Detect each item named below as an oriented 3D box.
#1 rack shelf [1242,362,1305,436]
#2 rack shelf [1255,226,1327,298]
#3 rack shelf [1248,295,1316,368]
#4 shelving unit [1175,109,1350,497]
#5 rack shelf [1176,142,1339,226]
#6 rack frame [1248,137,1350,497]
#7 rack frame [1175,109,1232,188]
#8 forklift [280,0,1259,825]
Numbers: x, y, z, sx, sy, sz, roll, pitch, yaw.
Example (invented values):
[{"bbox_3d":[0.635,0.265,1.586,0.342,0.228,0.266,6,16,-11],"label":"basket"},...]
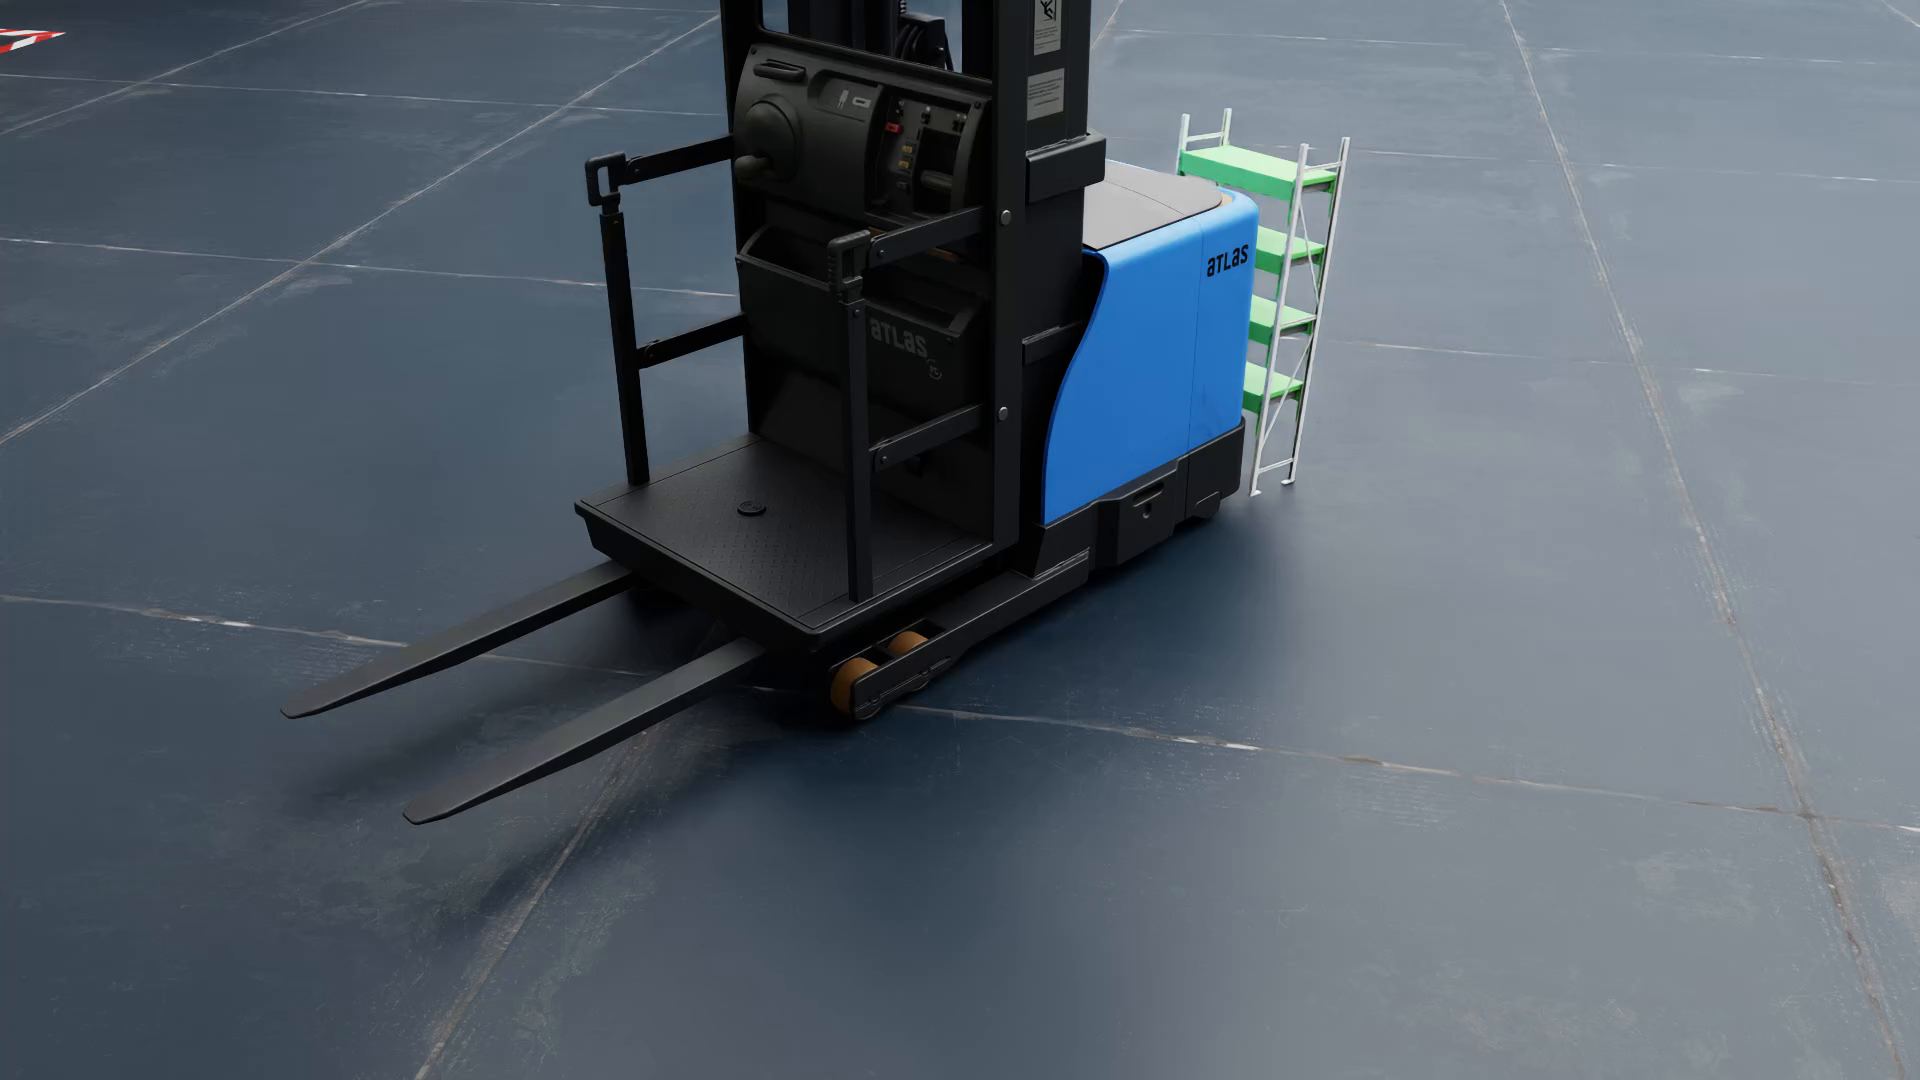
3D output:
[{"bbox_3d":[0.935,-0.534,5.804,0.258,0.148,0.480,-18,33,-39],"label":"rack shelf"},{"bbox_3d":[0.965,-0.966,5.598,0.258,0.148,0.480,-18,33,-39],"label":"rack shelf"},{"bbox_3d":[0.950,-0.750,5.701,0.258,0.148,0.480,-18,33,-39],"label":"rack shelf"},{"bbox_3d":[0.954,-0.808,5.673,0.258,1.200,0.503,-18,33,-39],"label":"shelving unit"},{"bbox_3d":[0.981,-1.182,5.495,0.258,0.148,0.480,-18,33,-39],"label":"rack shelf"},{"bbox_3d":[1.118,-0.720,5.515,0.240,1.200,0.015,-18,33,-39],"label":"rack frame"},{"bbox_3d":[0.791,-0.895,5.832,0.240,1.200,0.015,-18,33,-39],"label":"rack frame"},{"bbox_3d":[-0.434,-1.071,4.373,1.130,2.935,3.031,25,37,38],"label":"forklift"}]
